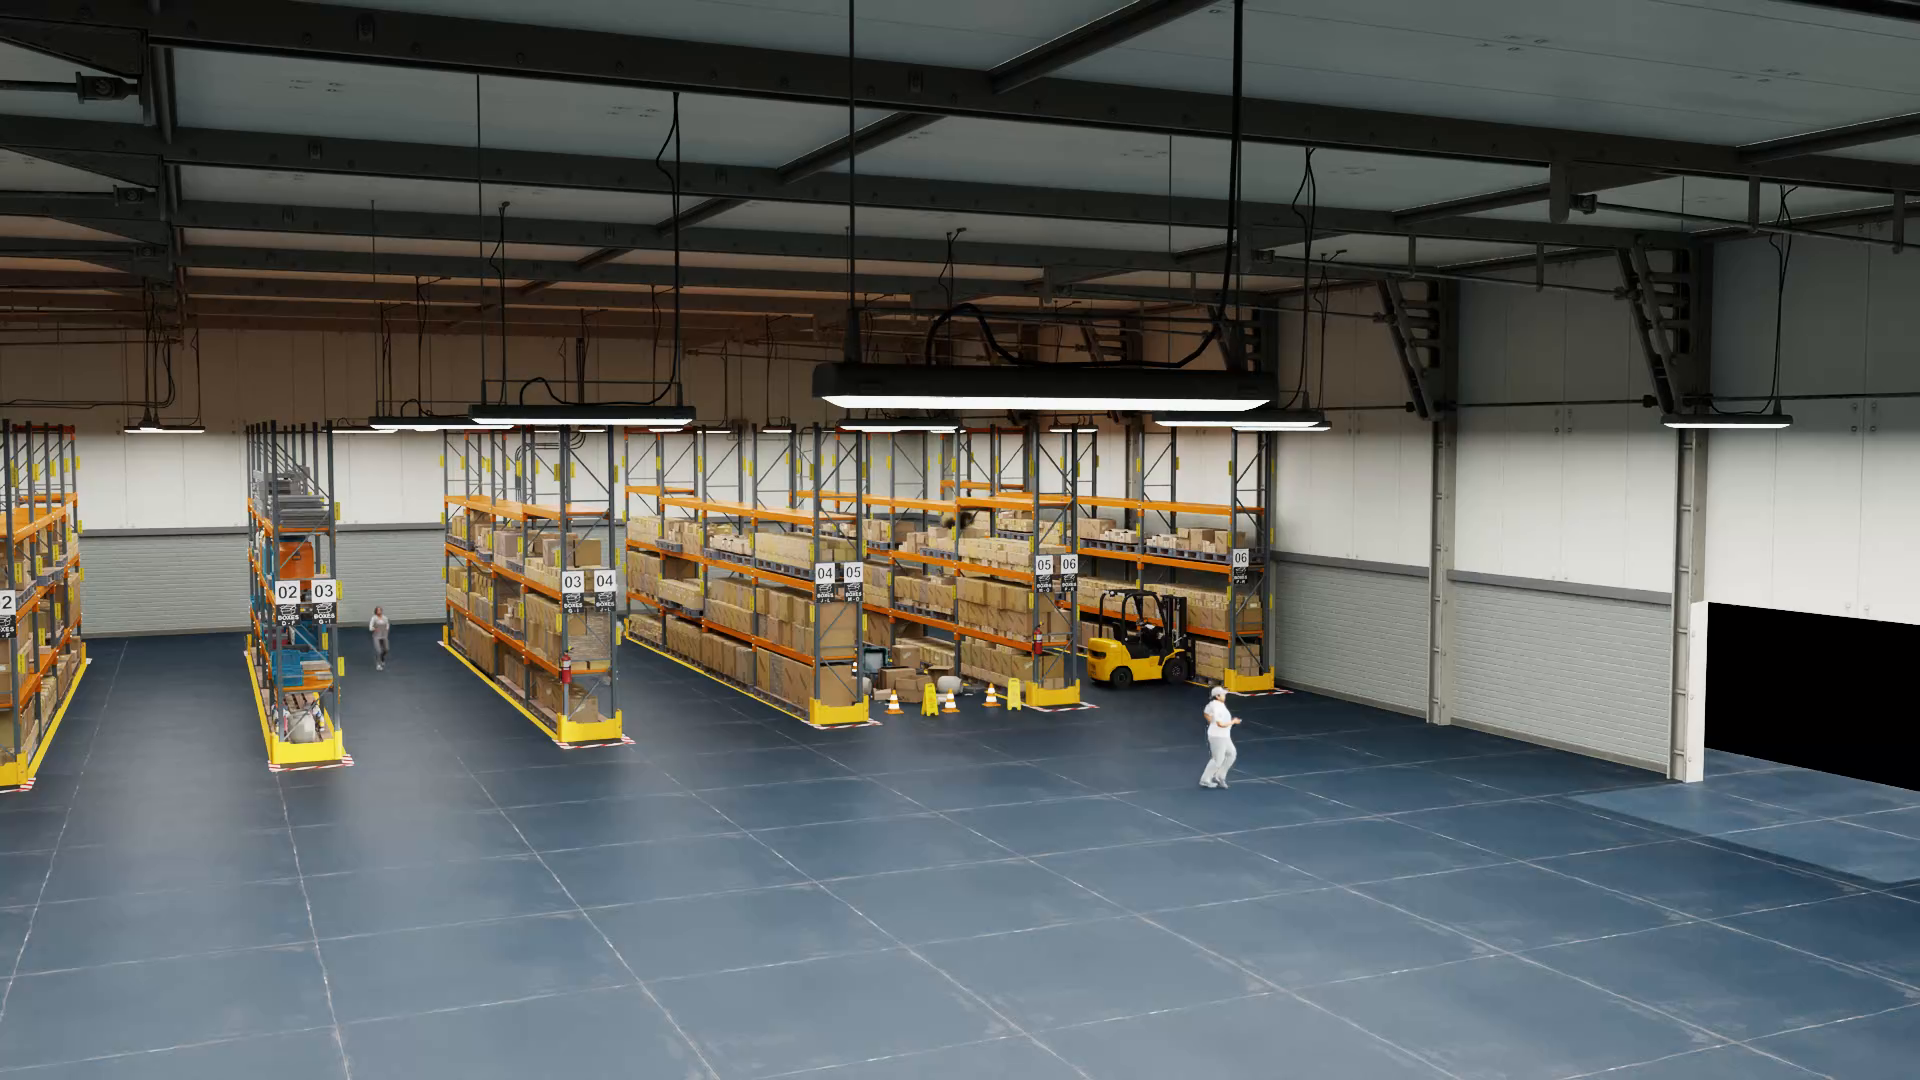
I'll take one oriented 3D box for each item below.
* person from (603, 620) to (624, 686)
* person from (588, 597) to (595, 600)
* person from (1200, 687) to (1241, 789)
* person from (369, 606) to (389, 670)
[{"bbox_3d":[-8.038,2.457,38.216,0.671,1.801,0.728,-2,4,-34],"label":"person"},{"bbox_3d":[-10.523,1.884,48.047,0.794,1.763,0.899,2,4,27],"label":"person"},{"bbox_3d":[4.221,3.220,26.938,0.659,1.701,0.583,1,4,9],"label":"person"},{"bbox_3d":[-14.115,2.403,40.538,0.522,1.546,0.555,-3,4,-36],"label":"person"}]
